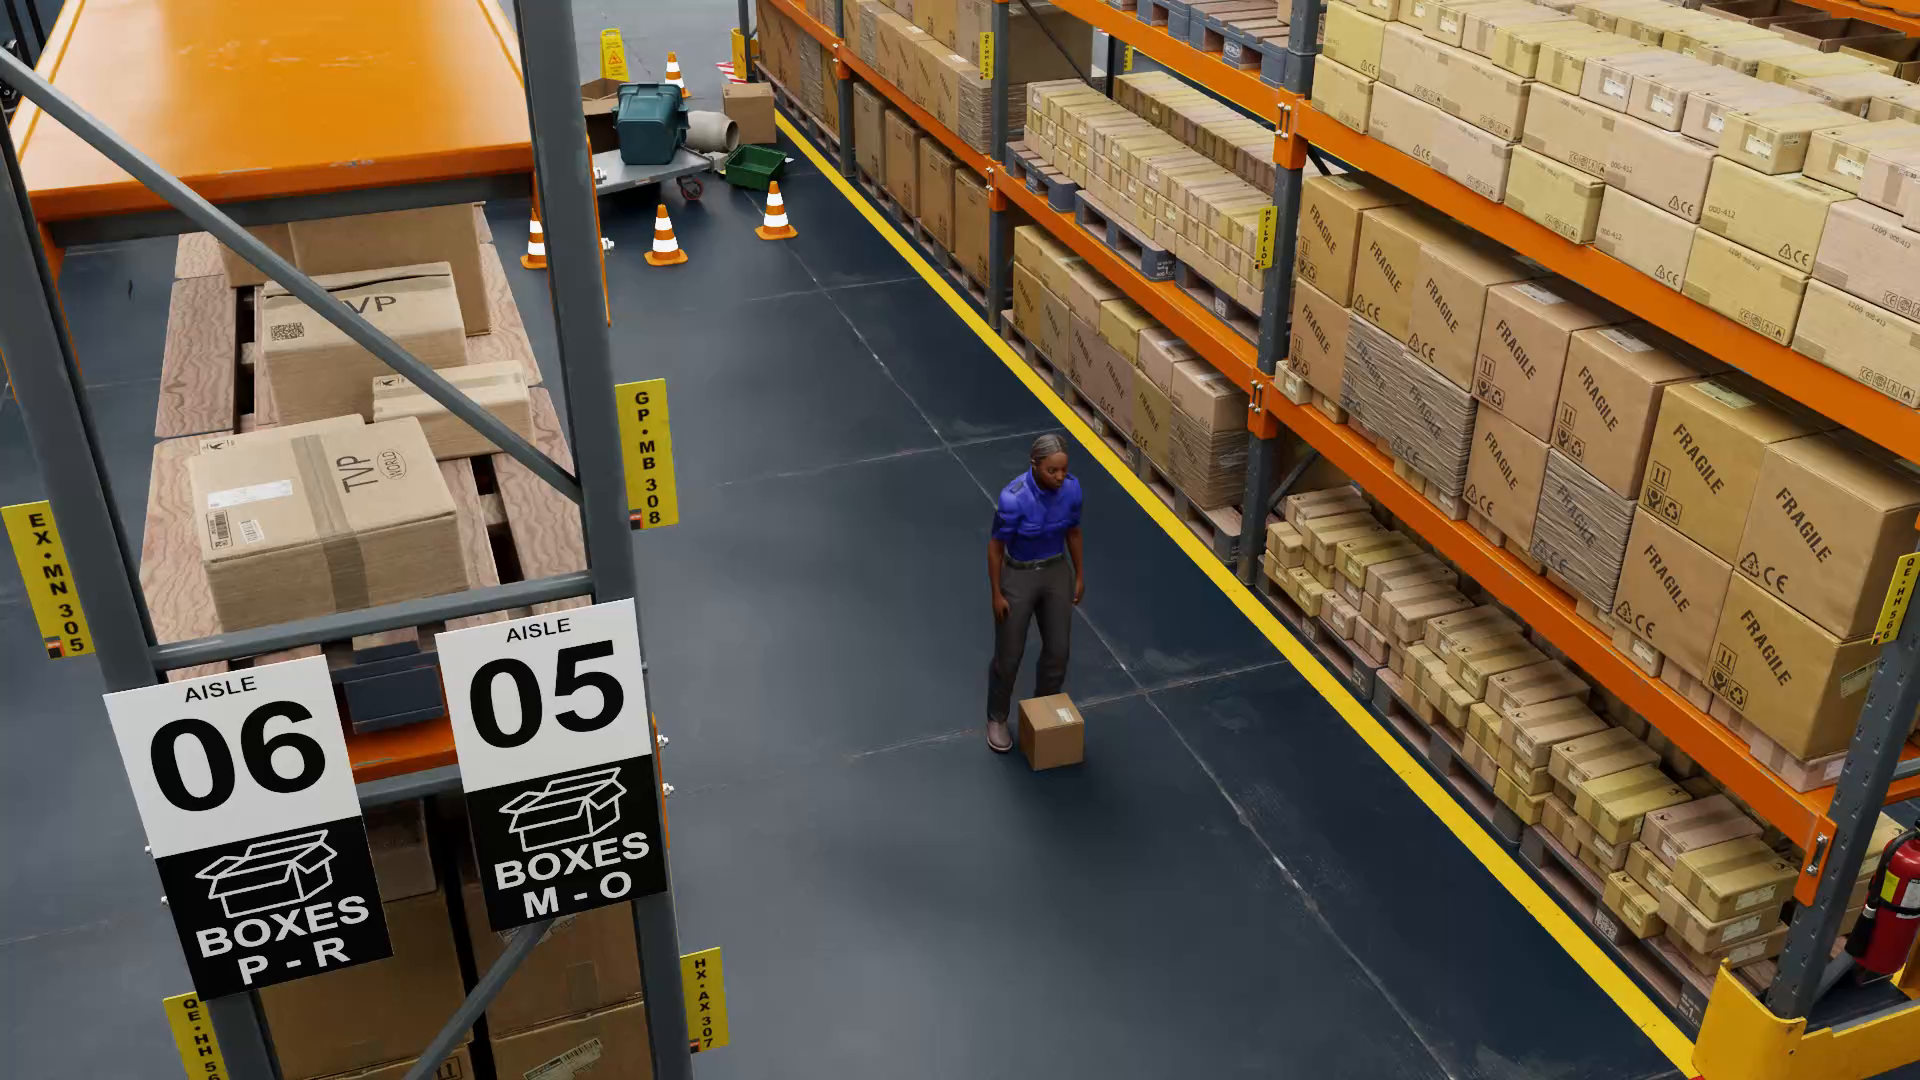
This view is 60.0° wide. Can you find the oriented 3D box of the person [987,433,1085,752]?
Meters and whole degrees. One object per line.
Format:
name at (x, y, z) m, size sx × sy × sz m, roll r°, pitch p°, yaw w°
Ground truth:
person at (0.367, 0.230, 7.943) m, size 0.532 × 1.655 × 0.399 m, roll -12°, pitch 32°, yaw -20°
